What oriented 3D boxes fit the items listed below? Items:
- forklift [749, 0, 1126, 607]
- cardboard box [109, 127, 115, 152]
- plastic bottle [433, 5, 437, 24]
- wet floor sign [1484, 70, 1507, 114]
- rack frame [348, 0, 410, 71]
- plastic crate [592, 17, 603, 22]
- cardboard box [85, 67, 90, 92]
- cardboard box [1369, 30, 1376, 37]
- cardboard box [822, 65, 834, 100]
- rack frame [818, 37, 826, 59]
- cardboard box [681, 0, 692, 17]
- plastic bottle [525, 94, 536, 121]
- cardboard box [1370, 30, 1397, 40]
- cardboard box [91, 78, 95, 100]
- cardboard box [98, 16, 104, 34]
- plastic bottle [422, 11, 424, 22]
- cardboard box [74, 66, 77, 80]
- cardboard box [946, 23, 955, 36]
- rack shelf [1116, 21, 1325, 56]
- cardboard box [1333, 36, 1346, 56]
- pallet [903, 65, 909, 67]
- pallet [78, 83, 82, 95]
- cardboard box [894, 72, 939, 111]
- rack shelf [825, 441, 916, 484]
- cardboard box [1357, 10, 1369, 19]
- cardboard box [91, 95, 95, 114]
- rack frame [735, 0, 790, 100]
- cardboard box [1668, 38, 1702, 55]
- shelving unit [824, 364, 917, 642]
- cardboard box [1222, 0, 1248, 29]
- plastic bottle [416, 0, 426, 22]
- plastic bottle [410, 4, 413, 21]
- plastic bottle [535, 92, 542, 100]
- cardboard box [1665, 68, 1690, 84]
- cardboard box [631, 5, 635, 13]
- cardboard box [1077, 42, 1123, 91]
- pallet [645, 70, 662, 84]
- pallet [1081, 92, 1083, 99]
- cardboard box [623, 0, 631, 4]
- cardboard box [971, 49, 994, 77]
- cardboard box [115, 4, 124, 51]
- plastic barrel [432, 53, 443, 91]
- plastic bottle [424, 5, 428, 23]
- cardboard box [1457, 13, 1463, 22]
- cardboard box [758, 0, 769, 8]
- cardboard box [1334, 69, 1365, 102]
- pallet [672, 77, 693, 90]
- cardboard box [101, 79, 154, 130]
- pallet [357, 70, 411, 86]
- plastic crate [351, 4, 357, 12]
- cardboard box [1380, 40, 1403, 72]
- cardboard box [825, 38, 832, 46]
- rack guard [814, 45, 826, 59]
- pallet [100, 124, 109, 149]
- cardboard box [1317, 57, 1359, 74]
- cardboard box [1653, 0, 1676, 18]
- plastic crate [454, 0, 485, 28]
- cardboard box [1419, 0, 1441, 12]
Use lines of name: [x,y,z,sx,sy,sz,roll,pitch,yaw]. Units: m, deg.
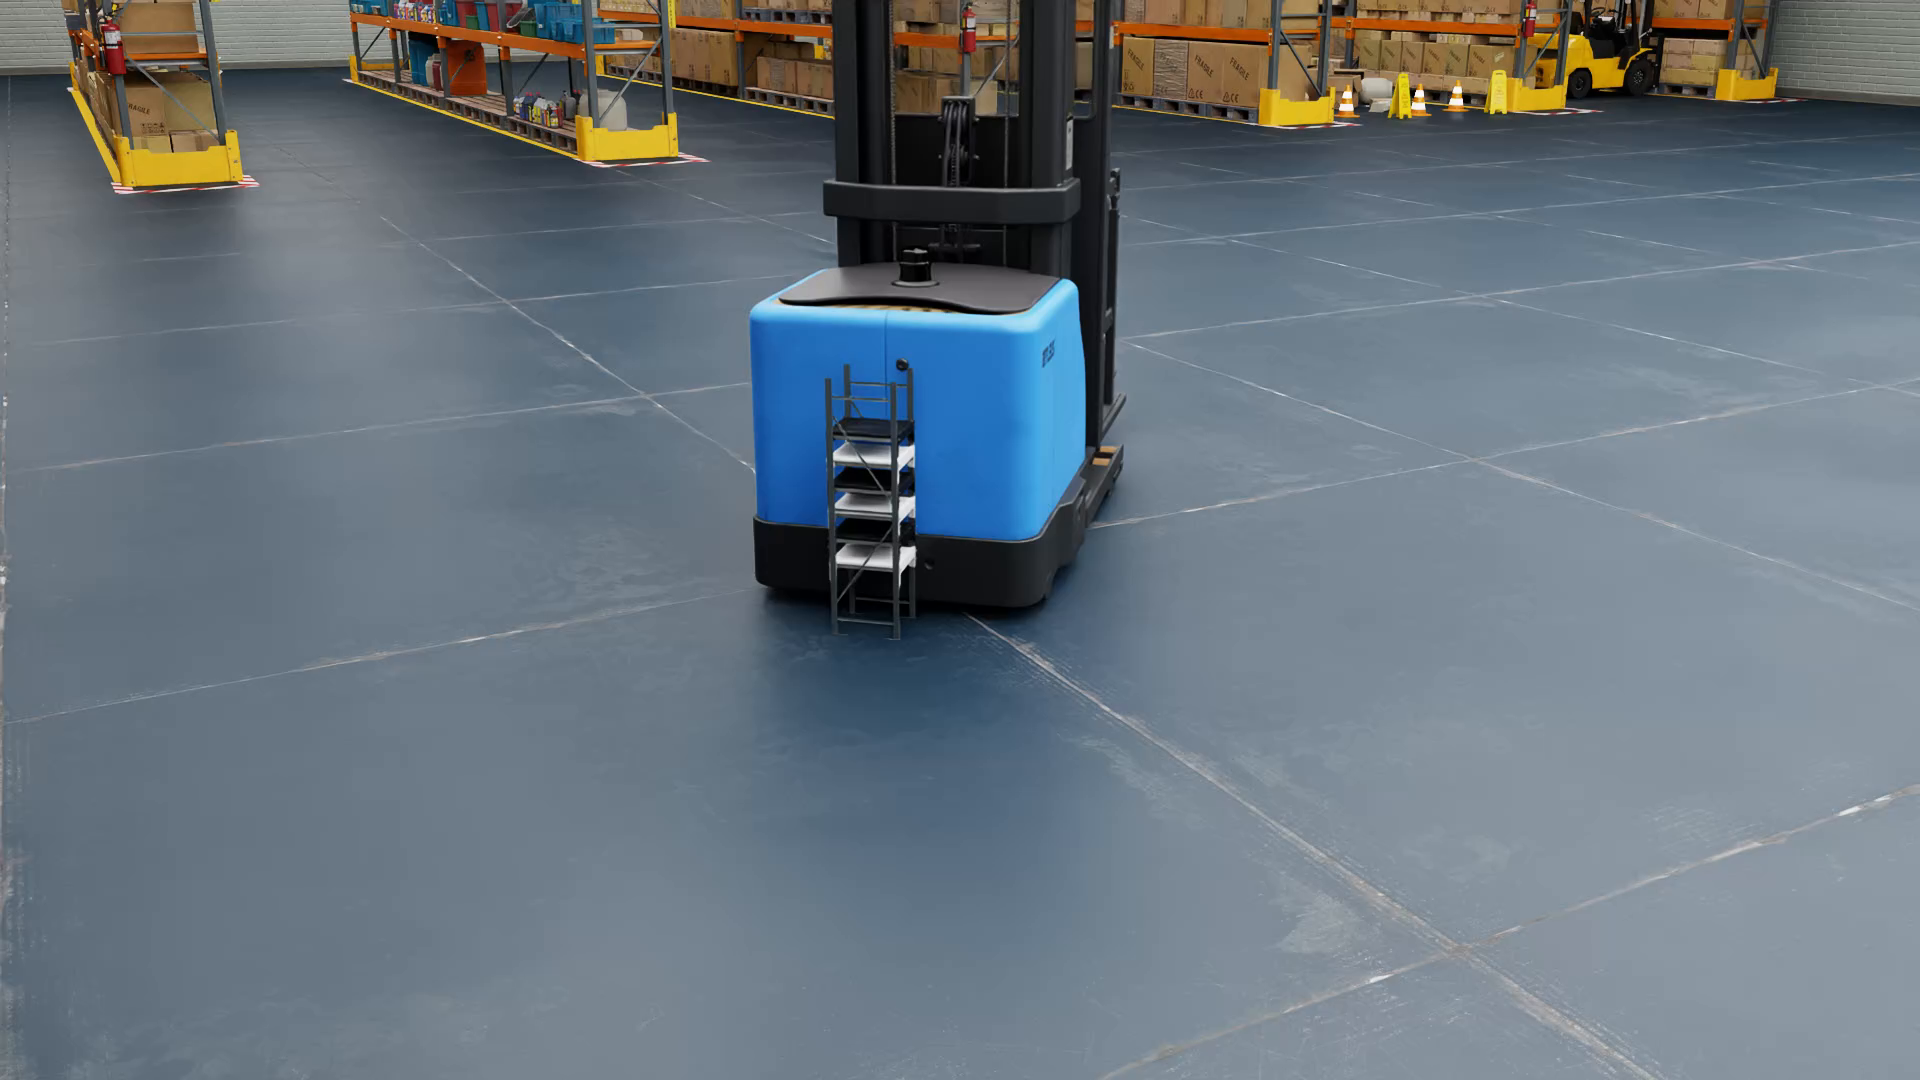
forklift: [0.106,-1.597,6.766,1.130,2.935,3.031,5,20,13]
cardboard box: [-9.254,-4.513,18.684,0.500,0.250,0.500,-10,21,-27]
plastic bottle: [-8.257,-8.279,26.205,0.061,0.283,0.133,-10,21,-27]
wet floor sign: [8.338,-6.957,25.803,0.267,0.644,0.232,-3,19,-8]
rack frame: [-11.489,-10.581,32.696,1.000,3.000,0.127,-10,21,-27]
plastic crate: [-5.026,-6.790,21.938,0.499,0.251,0.616,-10,21,-27]
cardboard box: [-12.947,-6.925,25.260,0.500,0.500,0.500,-11,22,-29]
cardboard box: [9.056,-10.938,35.926,0.380,0.149,0.250,-11,22,-28]
cardboard box: [-1.704,-7.109,25.793,0.700,0.500,0.500,-12,22,-31]
rack frame: [-2.717,-12.087,37.062,1.000,3.000,0.127,-10,21,-27]
cardboard box: [-4.755,-9.788,30.246,0.500,0.500,0.500,-11,22,-28]
plastic bottle: [-5.683,-5.742,22.058,0.144,0.351,0.185,-11,22,-29]
cardboard box: [7.339,-8.742,28.794,0.380,0.149,0.250,-10,21,-26]
cardboard box: [-11.319,-6.042,22.255,0.500,0.311,0.500,-10,22,-27]
cardboard box: [-10.731,-6.530,21.164,0.396,0.266,0.258,-11,22,-28]
plastic bottle: [-8.683,-8.510,27.000,0.097,0.201,0.097,0,19,0]
cardboard box: [-15.604,-8.379,29.857,0.500,0.250,0.500,-10,21,-27]
cardboard box: [0.033,-6.758,22.002,0.380,0.149,0.250,-10,21,-27]
rack shelf: [3.931,-7.728,25.532,1.077,0.370,4.000,-10,21,-27]
cardboard box: [8.625,-10.903,36.817,0.500,0.500,0.500,-11,22,-29]
pallet: [-1.167,-9.808,34.732,1.003,0.211,1.213,-10,21,-27]
pallet: [-15.434,-8.246,30.205,1.003,0.211,1.213,-10,21,-27]
cardboard box: [-0.634,-6.470,23.970,0.500,0.500,0.500,-12,22,-31]
rack shelf: [-0.297,-0.262,5.561,0.258,0.077,0.200,5,20,13]
cardboard box: [7.157,-9.179,29.020,0.380,0.149,0.250,-10,21,-27]
cardboard box: [-11.821,-6.077,23.215,0.500,0.250,0.500,-11,22,-28]
rack frame: [-3.331,-9.051,28.264,1.000,3.000,0.127,-10,21,-27]
cardboard box: [12.815,-8.661,29.170,0.500,0.250,0.500,-10,21,-26]
shelving unit: [-0.297,-0.123,5.608,0.258,0.900,0.210,5,20,13]
cardboard box: [4.384,-7.819,24.463,0.875,0.550,0.550,-10,21,-27]
plastic bottle: [-8.839,-8.691,27.296,0.144,0.351,0.185,-10,21,-27]
plastic bottle: [-9.124,-8.810,27.761,0.097,0.271,0.097,0,19,0]
plastic bottle: [-5.646,-5.818,22.280,0.144,0.351,0.185,-10,21,-27]
cardboard box: [12.827,-8.189,29.335,0.500,0.250,0.500,-10,21,-27]
cardboard box: [-6.274,-10.487,32.808,0.380,0.149,0.250,-10,22,-28]
cardboard box: [2.608,-7.942,27.853,1.050,0.750,0.750,-10,21,-27]
pallet: [-5.523,-9.112,32.714,1.003,0.211,1.213,-10,21,-27]
pallet: [1.965,-7.885,29.158,1.003,0.211,1.213,-10,21,-27]
cardboard box: [-6.399,-10.796,33.094,0.500,0.250,0.500,-10,22,-28]
cardboard box: [0.539,-8.956,31.176,0.500,0.500,0.500,-10,21,-27]
cardboard box: [-8.716,-5.555,17.977,0.700,0.500,0.500,-9,21,-25]
plastic barrel: [-8.473,-7.805,27.704,0.600,0.588,0.708,-10,21,-27]
plastic bottle: [-8.591,-8.487,26.827,0.097,0.271,0.097,0,19,0]
cardboard box: [8.356,-8.542,27.174,0.380,0.149,0.250,-10,21,-26]
cardboard box: [-3.039,-9.148,27.748,0.500,0.500,0.500,-13,23,-33]
cardboard box: [6.601,-7.739,28.290,0.500,0.500,0.500,4,19,11]
pallet: [-4.798,-8.672,31.438,1.003,0.211,1.213,-10,21,-27]
cardboard box: [-9.256,-4.867,18.560,0.500,0.500,0.500,-10,21,-27]
pallet: [-11.131,-9.020,32.447,1.003,0.211,1.213,-10,21,-27]
plastic crate: [-11.582,-10.258,32.072,0.250,0.136,0.298,-10,21,-27]
cardboard box: [7.597,-8.328,28.590,0.500,0.500,0.500,-9,21,-24]
cardboard box: [-2.767,-11.016,36.773,0.380,0.149,0.250,-11,22,-29]
rack guard: [-2.681,-10.884,37.406,1.175,0.500,0.348,-10,21,-27]
pallet: [-10.536,-5.257,21.543,1.003,0.211,1.213,-10,21,-27]
cardboard box: [7.039,-8.545,30.180,0.950,0.372,0.625,-10,21,-26]
cardboard box: [12.609,-9.505,29.425,0.500,0.500,0.500,-10,22,-28]
plastic crate: [-7.192,-7.803,24.549,0.402,0.464,0.583,-10,21,-27]
cardboard box: [7.997,-9.028,27.587,0.500,0.500,0.500,-10,21,-26]
